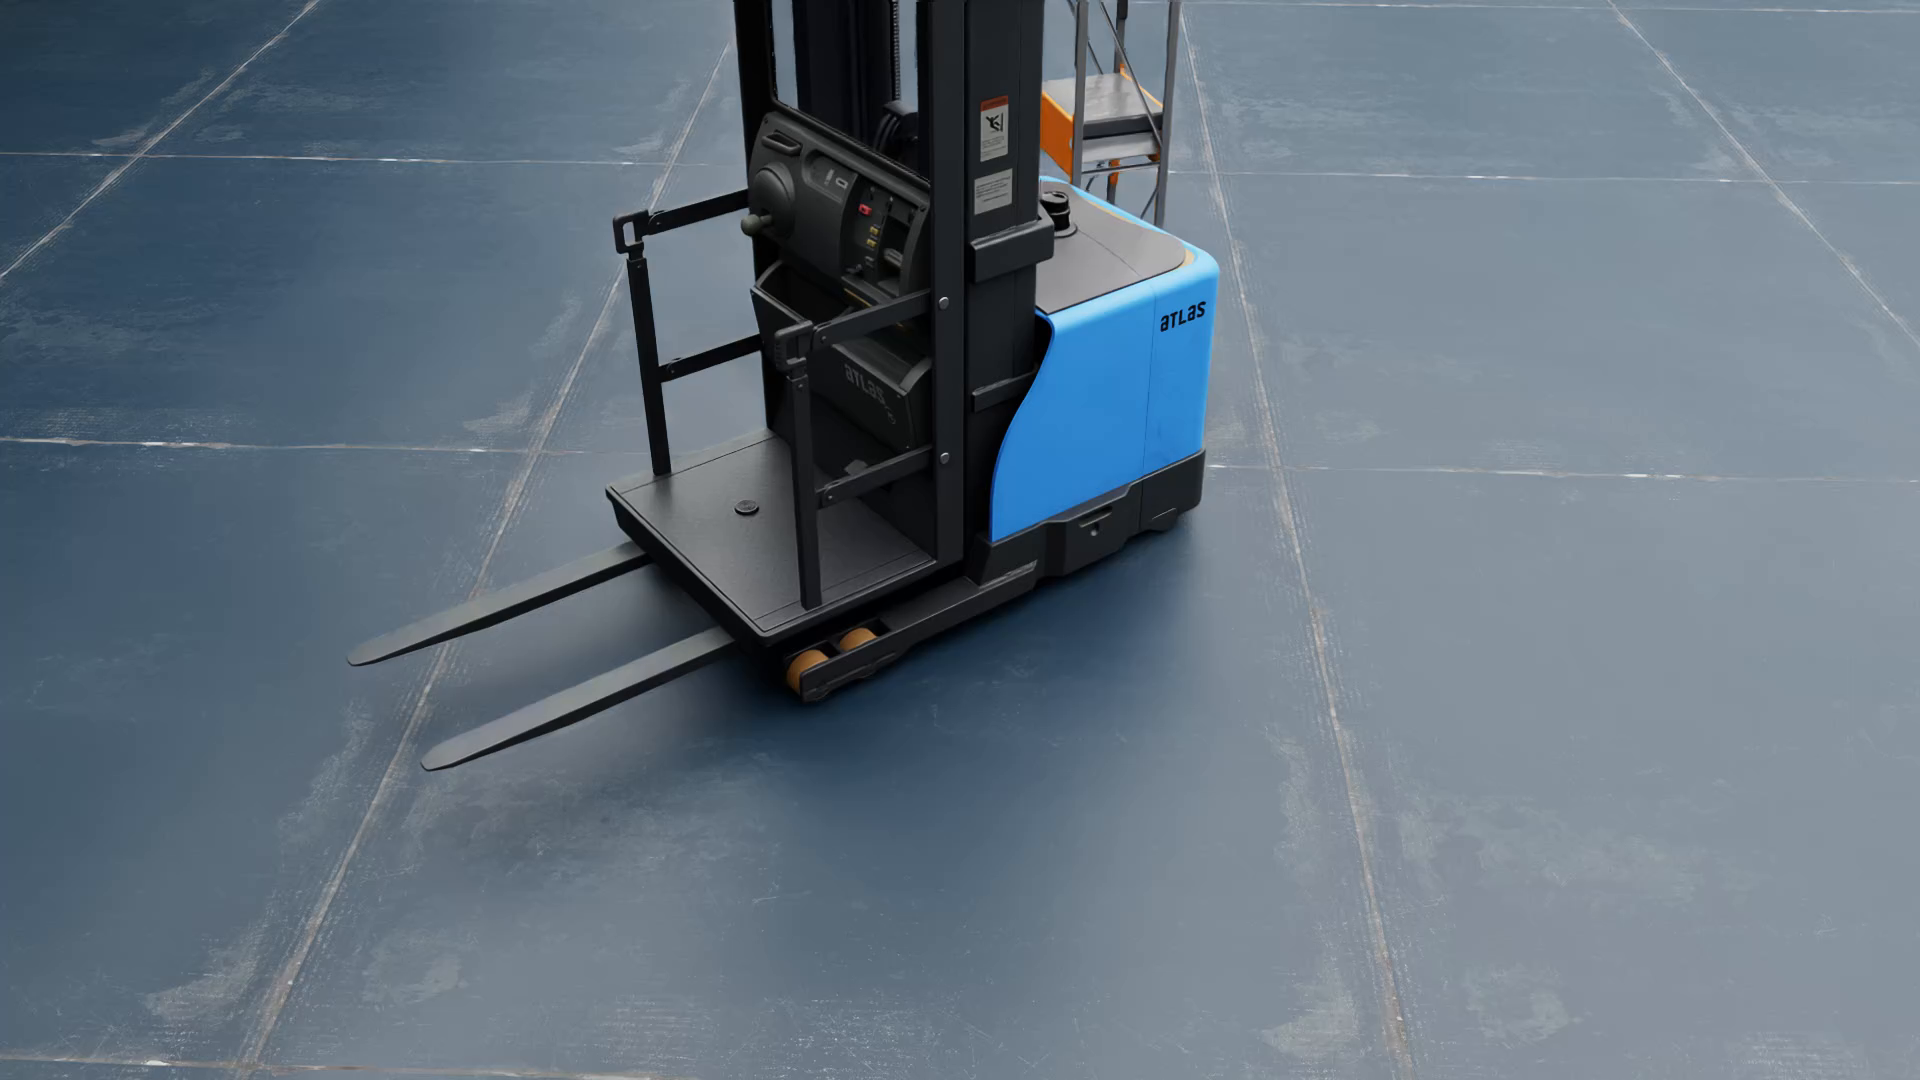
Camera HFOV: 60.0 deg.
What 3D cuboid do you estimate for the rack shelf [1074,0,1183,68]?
[{"bbox_3d":[0.547,-2.134,6.266,0.431,0.518,0.480,-11,37,-15],"label":"rack shelf"}]

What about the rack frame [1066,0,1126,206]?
[{"bbox_3d":[0.470,-1.705,6.851,0.400,2.100,0.015,-11,37,-15],"label":"rack frame"}]

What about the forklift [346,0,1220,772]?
[{"bbox_3d":[-0.561,-1.013,5.142,3.031,2.935,1.130,-23,41,-29],"label":"forklift"}]

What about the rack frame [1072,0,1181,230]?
[{"bbox_3d":[0.624,-1.439,6.471,0.400,2.100,0.015,-11,37,-15],"label":"rack frame"}]

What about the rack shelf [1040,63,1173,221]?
[{"bbox_3d":[0.547,-1.561,6.669,0.431,0.518,0.480,-11,37,-15],"label":"rack shelf"}]

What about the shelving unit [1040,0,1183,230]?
[{"bbox_3d":[0.547,-1.572,6.661,0.431,2.100,0.503,-11,37,-15],"label":"shelving unit"}]
